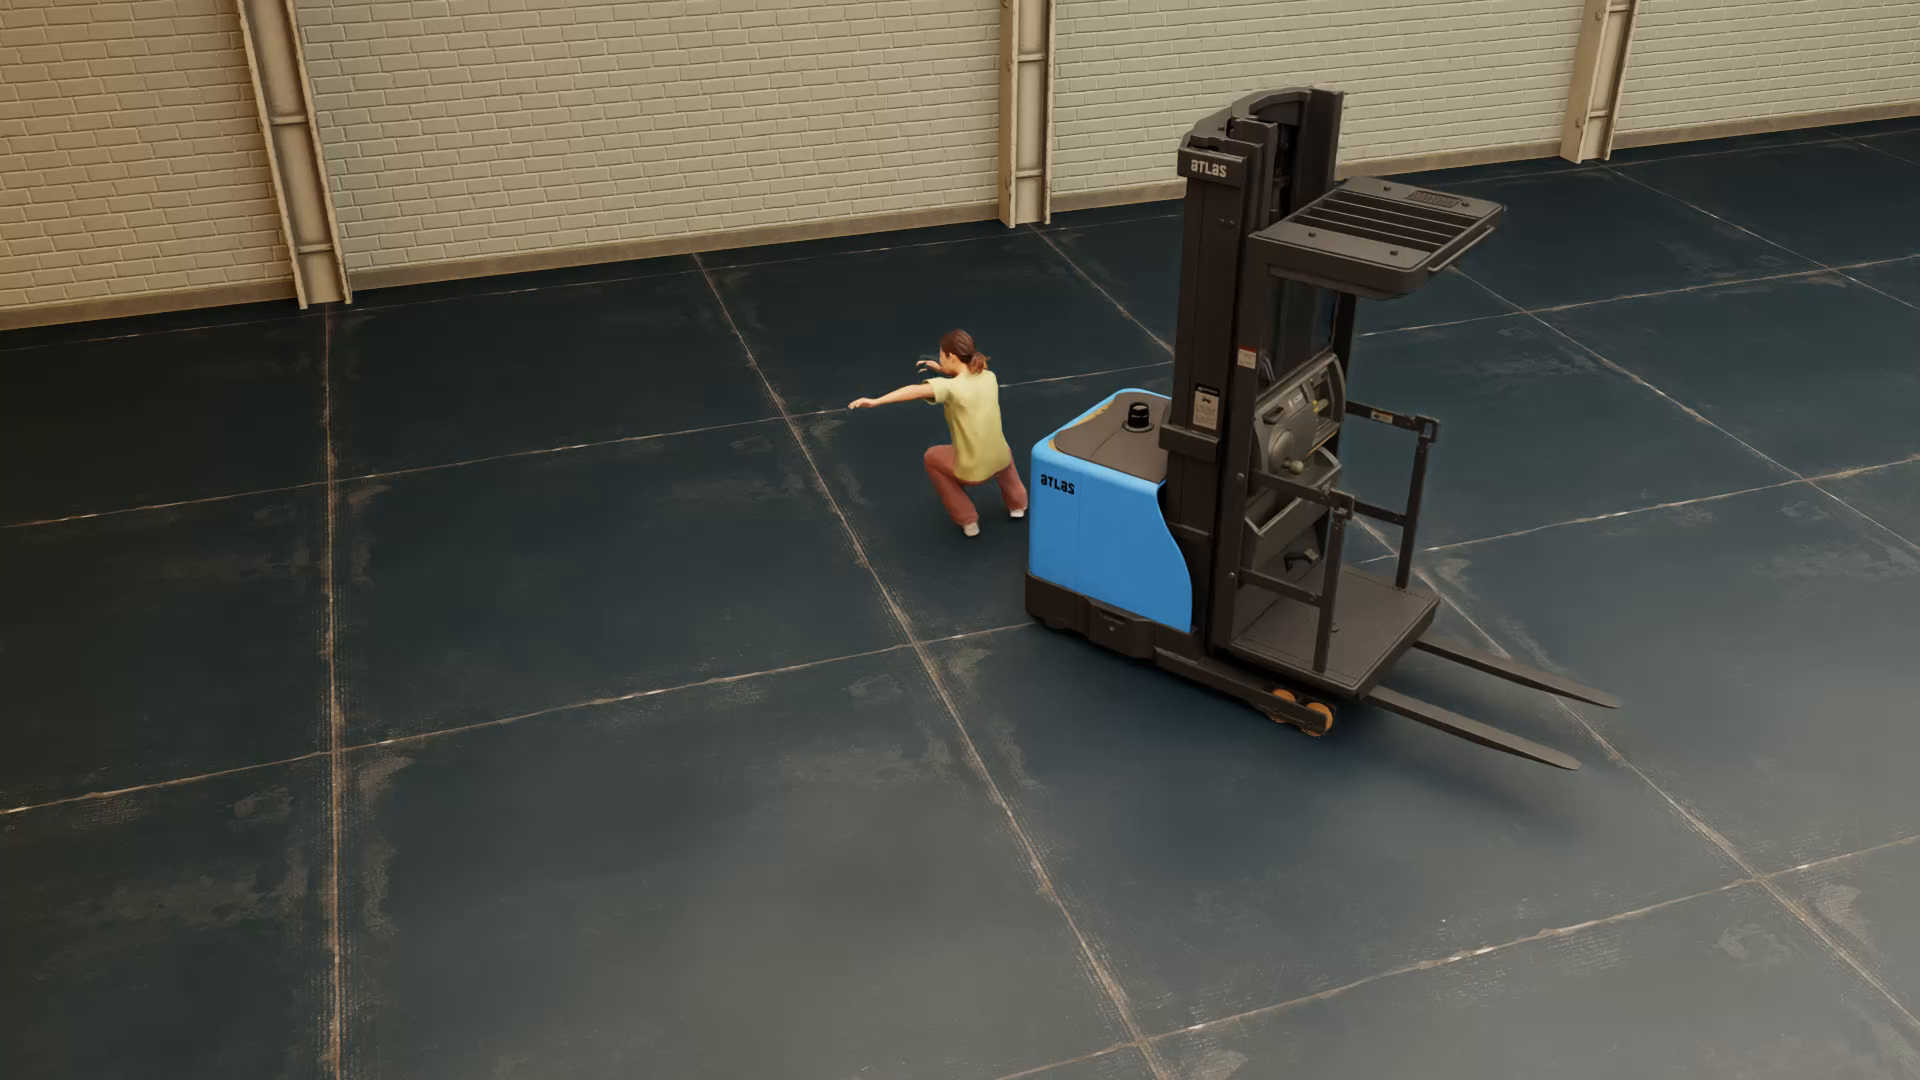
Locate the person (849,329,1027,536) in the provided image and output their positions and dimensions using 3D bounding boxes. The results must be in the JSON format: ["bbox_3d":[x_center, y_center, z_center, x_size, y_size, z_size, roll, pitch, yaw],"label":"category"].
[{"bbox_3d":[-0.064,-0.552,9.626,1.454,1.383,0.681,-22,37,-34],"label":"person"}]

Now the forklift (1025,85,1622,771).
[{"bbox_3d":[1.847,-0.590,8.113,3.031,2.935,1.130,20,36,31],"label":"forklift"}]
